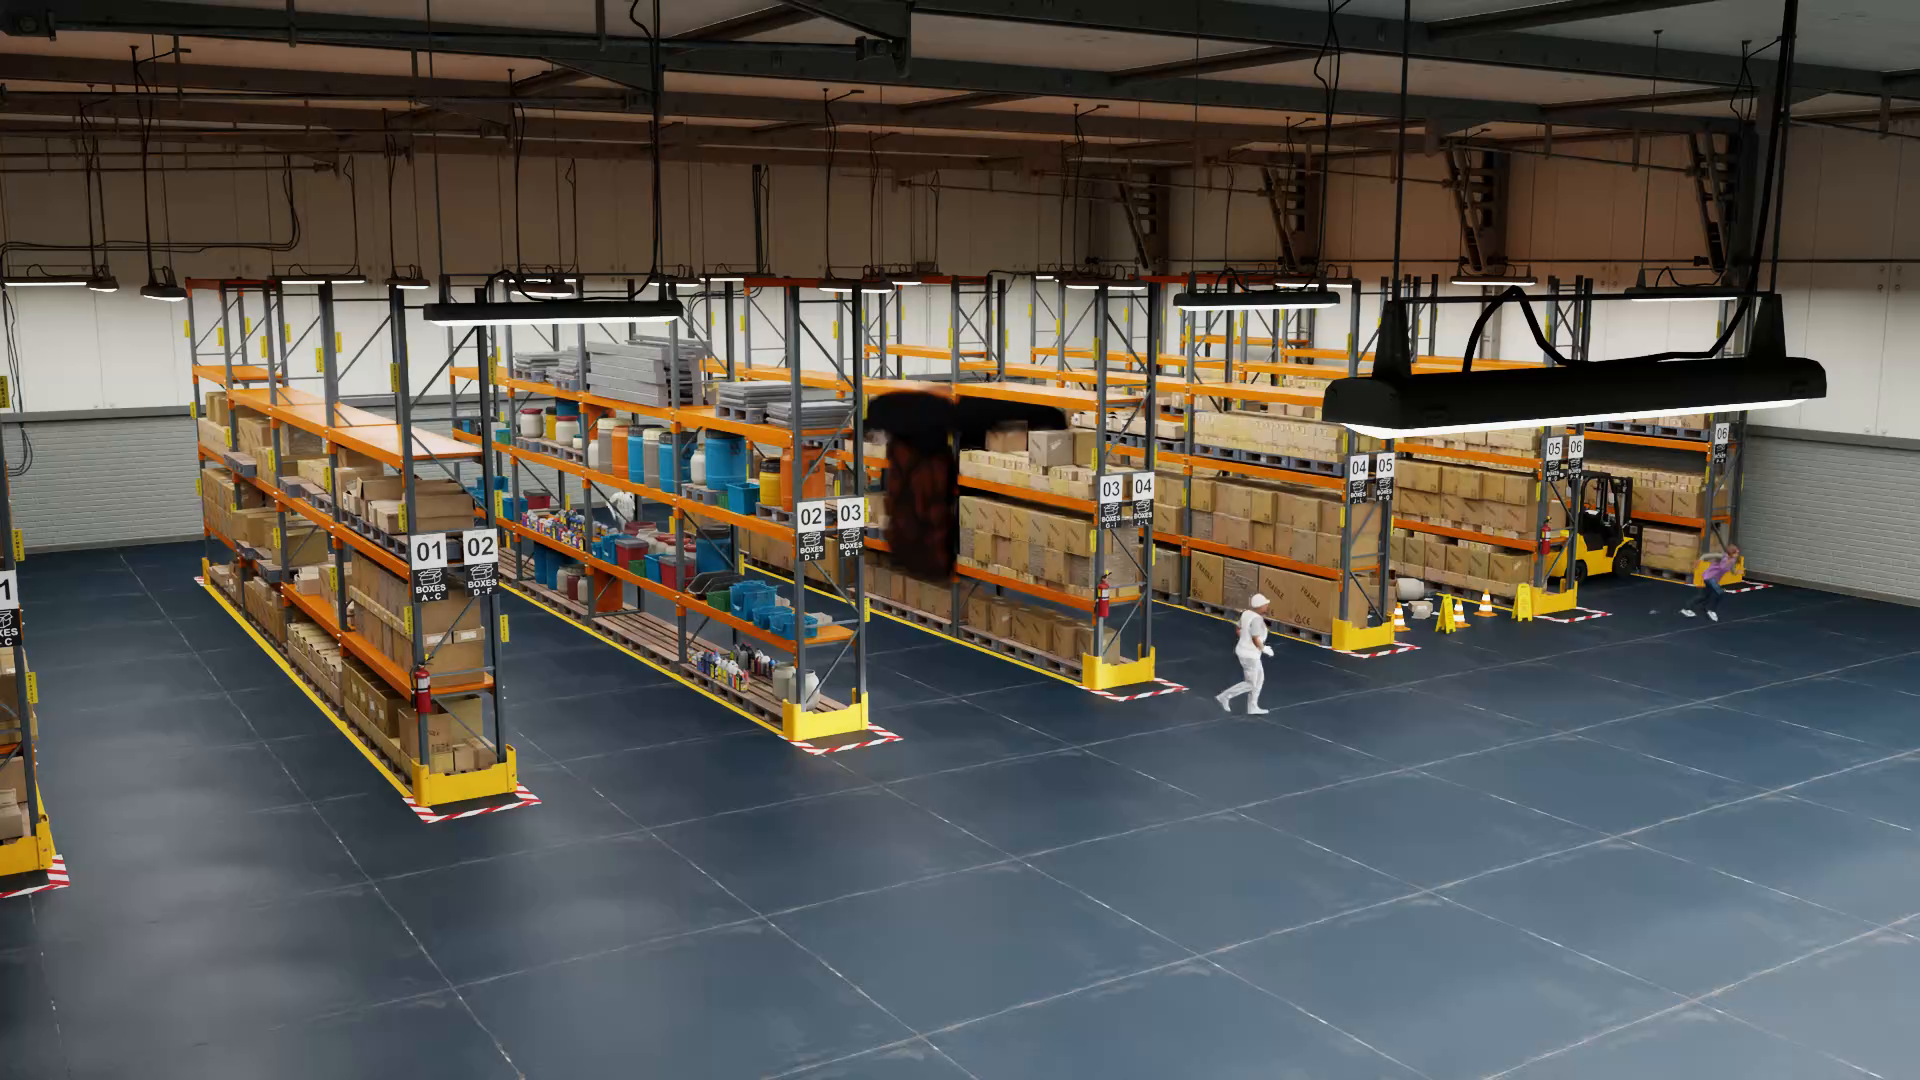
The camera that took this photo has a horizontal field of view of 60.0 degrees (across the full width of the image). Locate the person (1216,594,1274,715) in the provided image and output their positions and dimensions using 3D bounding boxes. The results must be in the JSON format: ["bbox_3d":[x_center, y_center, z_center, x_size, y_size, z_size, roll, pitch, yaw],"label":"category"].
[{"bbox_3d":[3.969,1.612,23.255,0.778,1.732,0.689,-1,10,-4],"label":"person"}]

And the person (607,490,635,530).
[{"bbox_3d":[-7.170,-0.459,35.670,0.582,1.718,0.686,-9,13,-42],"label":"person"}]

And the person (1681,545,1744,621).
[{"bbox_3d":[13.336,0.729,29.407,0.502,1.361,1.036,-6,11,-33],"label":"person"}]
